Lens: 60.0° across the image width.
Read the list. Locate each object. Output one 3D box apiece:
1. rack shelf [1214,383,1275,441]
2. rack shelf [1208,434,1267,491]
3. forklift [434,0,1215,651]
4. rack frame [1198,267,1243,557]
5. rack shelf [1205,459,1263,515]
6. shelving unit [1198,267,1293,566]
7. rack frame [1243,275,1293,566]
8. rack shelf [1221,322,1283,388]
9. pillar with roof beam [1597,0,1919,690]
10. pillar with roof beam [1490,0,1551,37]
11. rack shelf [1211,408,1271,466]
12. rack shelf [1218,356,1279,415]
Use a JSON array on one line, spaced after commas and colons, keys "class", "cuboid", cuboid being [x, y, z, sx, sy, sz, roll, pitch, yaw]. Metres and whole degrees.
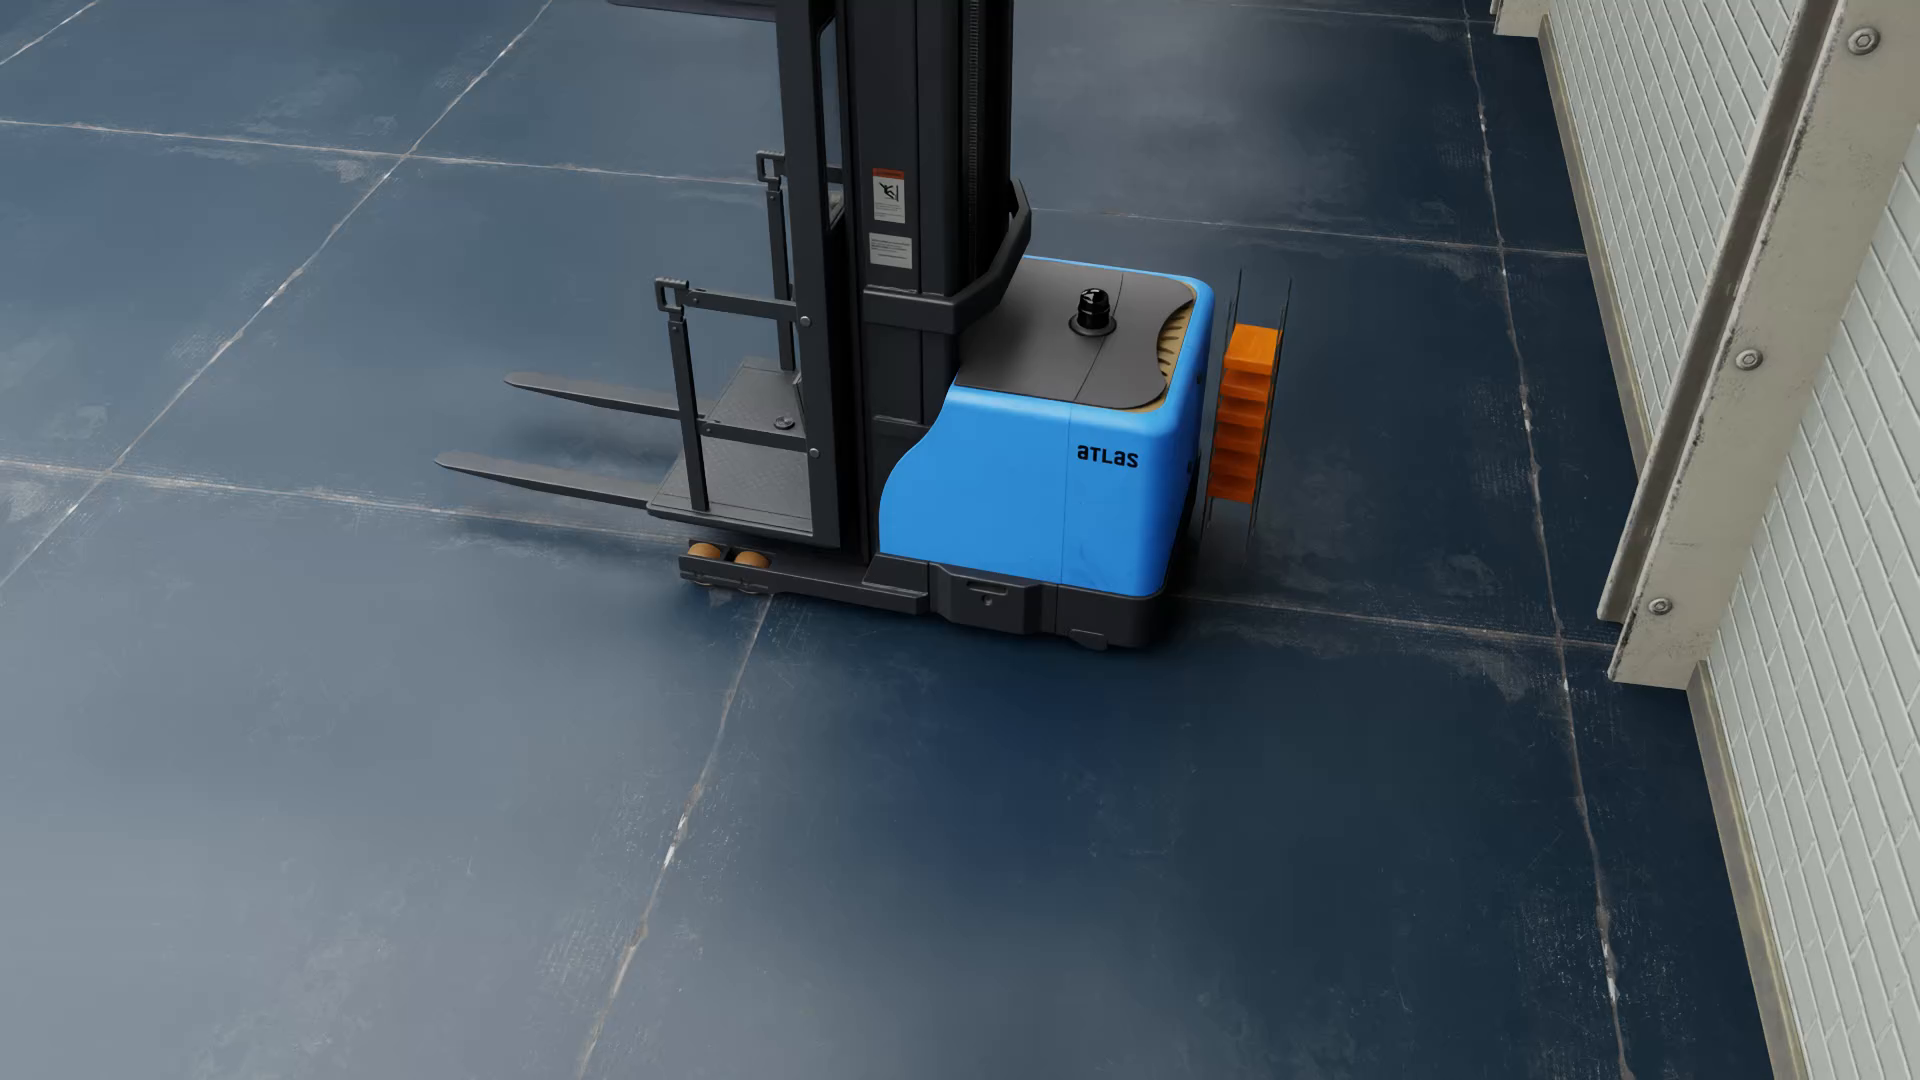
[{"class": "rack shelf", "cuboid": [1.080, -0.504, 6.296, 0.180, 0.103, 0.258, 11, 41, 13]}, {"class": "rack shelf", "cuboid": [1.079, -0.321, 6.451, 0.180, 0.103, 0.258, 11, 41, 13]}, {"class": "forklift", "cuboid": [-0.603, -1.233, 5.942, 3.031, 2.935, 1.130, 10, 41, 12]}, {"class": "rack frame", "cuboid": [0.992, -0.464, 6.366, 0.006, 1.200, 0.240, 11, 41, 13]}, {"class": "rack shelf", "cuboid": [1.079, -0.229, 6.529, 0.180, 0.103, 0.258, 11, 41, 13]}, {"class": "shelving unit", "cuboid": [1.080, -0.446, 6.345, 0.189, 1.200, 0.258, 11, 41, 13]}, {"class": "rack frame", "cuboid": [1.167, -0.429, 6.325, 0.006, 1.200, 0.240, 11, 41, 13]}, {"class": "rack shelf", "cuboid": [1.080, -0.687, 6.141, 0.180, 0.103, 0.258, 11, 41, 13]}, {"class": "pillar with roof beam", "cuboid": [-1.663, -3.533, 3.960, 9.100, 9.000, 0.400, 6, 40, 8]}, {"class": "pillar with roof beam", "cuboid": [-0.624, -7.298, 8.515, 9.100, 9.000, 0.400, 6, 40, 8]}, {"class": "rack shelf", "cuboid": [1.080, -0.412, 6.374, 0.180, 0.103, 0.258, 11, 41, 13]}, {"class": "rack shelf", "cuboid": [1.080, -0.596, 6.219, 0.180, 0.103, 0.258, 11, 41, 13]}]
